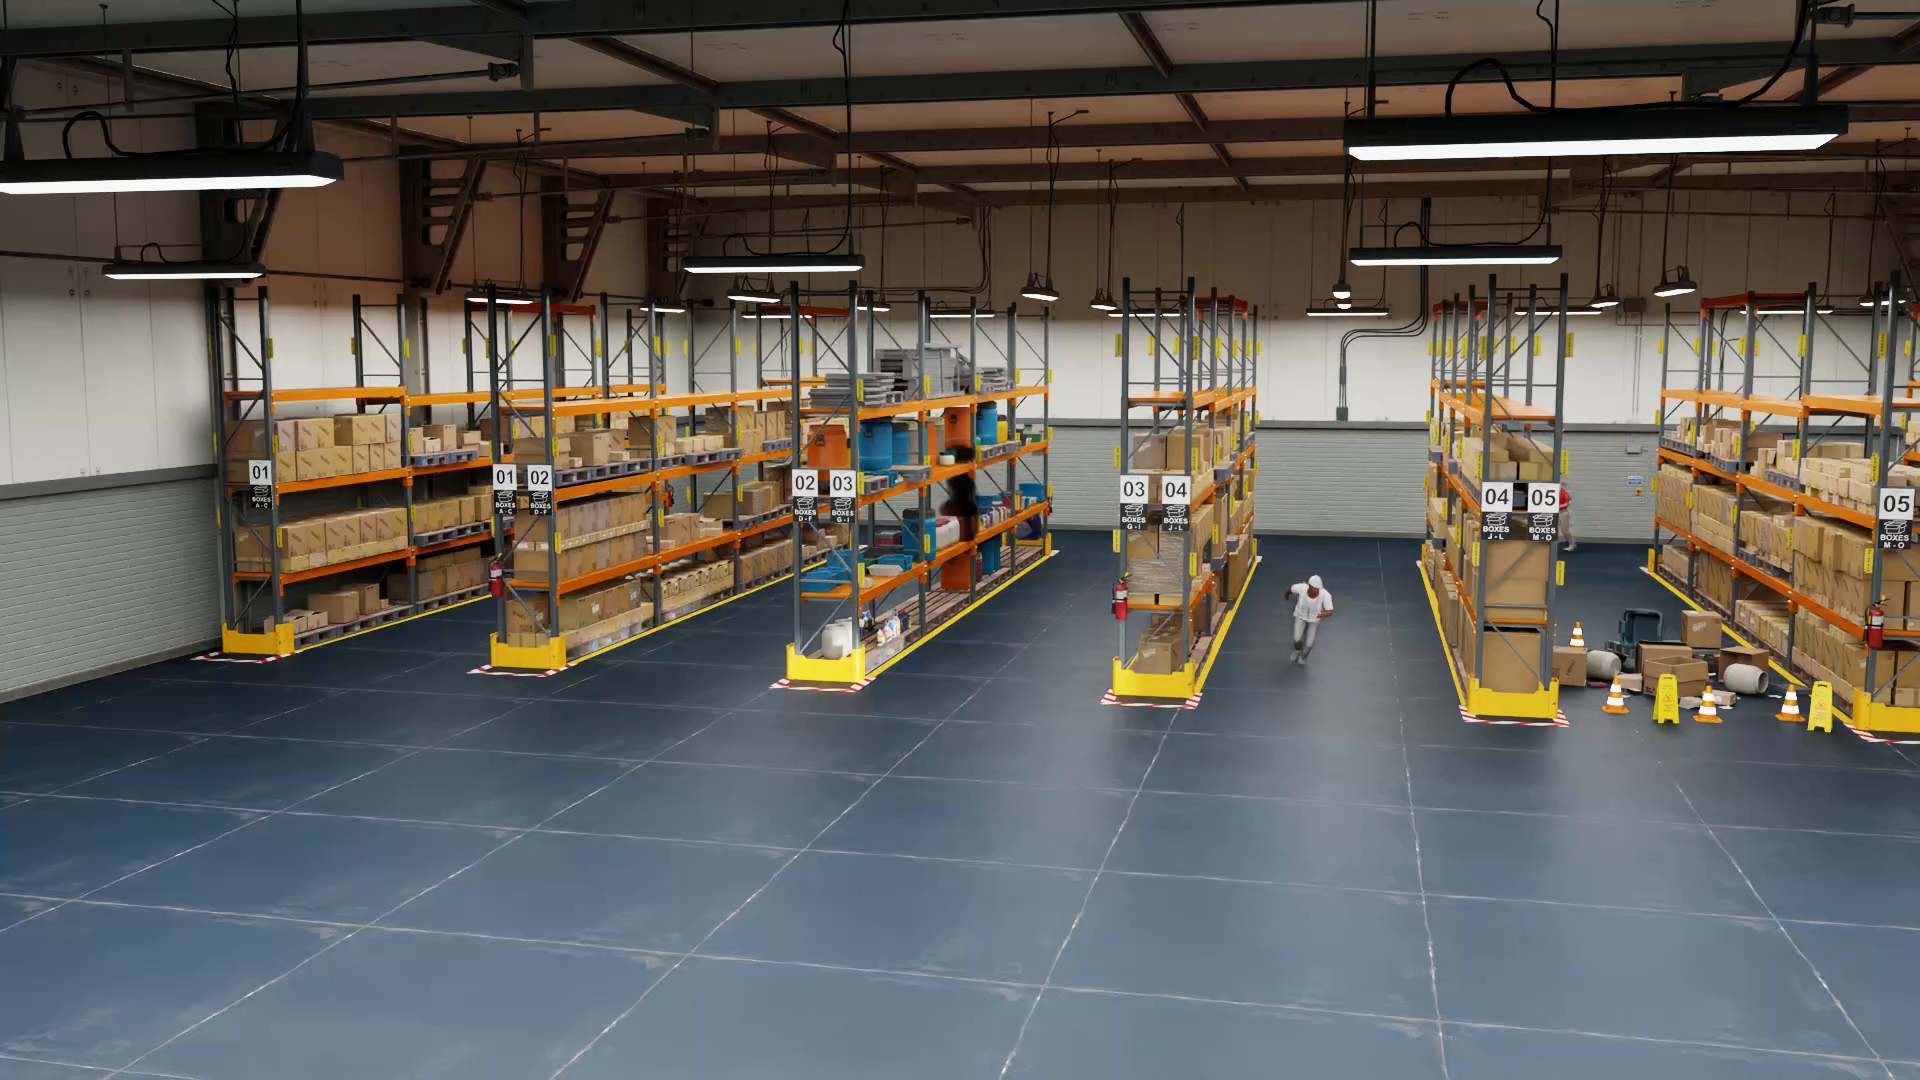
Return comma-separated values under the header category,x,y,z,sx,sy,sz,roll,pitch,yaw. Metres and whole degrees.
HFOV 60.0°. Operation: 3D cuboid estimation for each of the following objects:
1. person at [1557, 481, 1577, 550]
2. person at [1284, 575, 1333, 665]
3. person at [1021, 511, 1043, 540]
category,x,y,z,sx,sy,sz,roll,pitch,yaw
person,14.821,-0.506,40.960,0.761,1.724,0.647,-1,7,-8
person,5.438,1.260,25.966,0.729,1.505,1.014,1,7,9
person,1.816,-0.566,41.545,0.543,1.601,0.618,3,7,24
